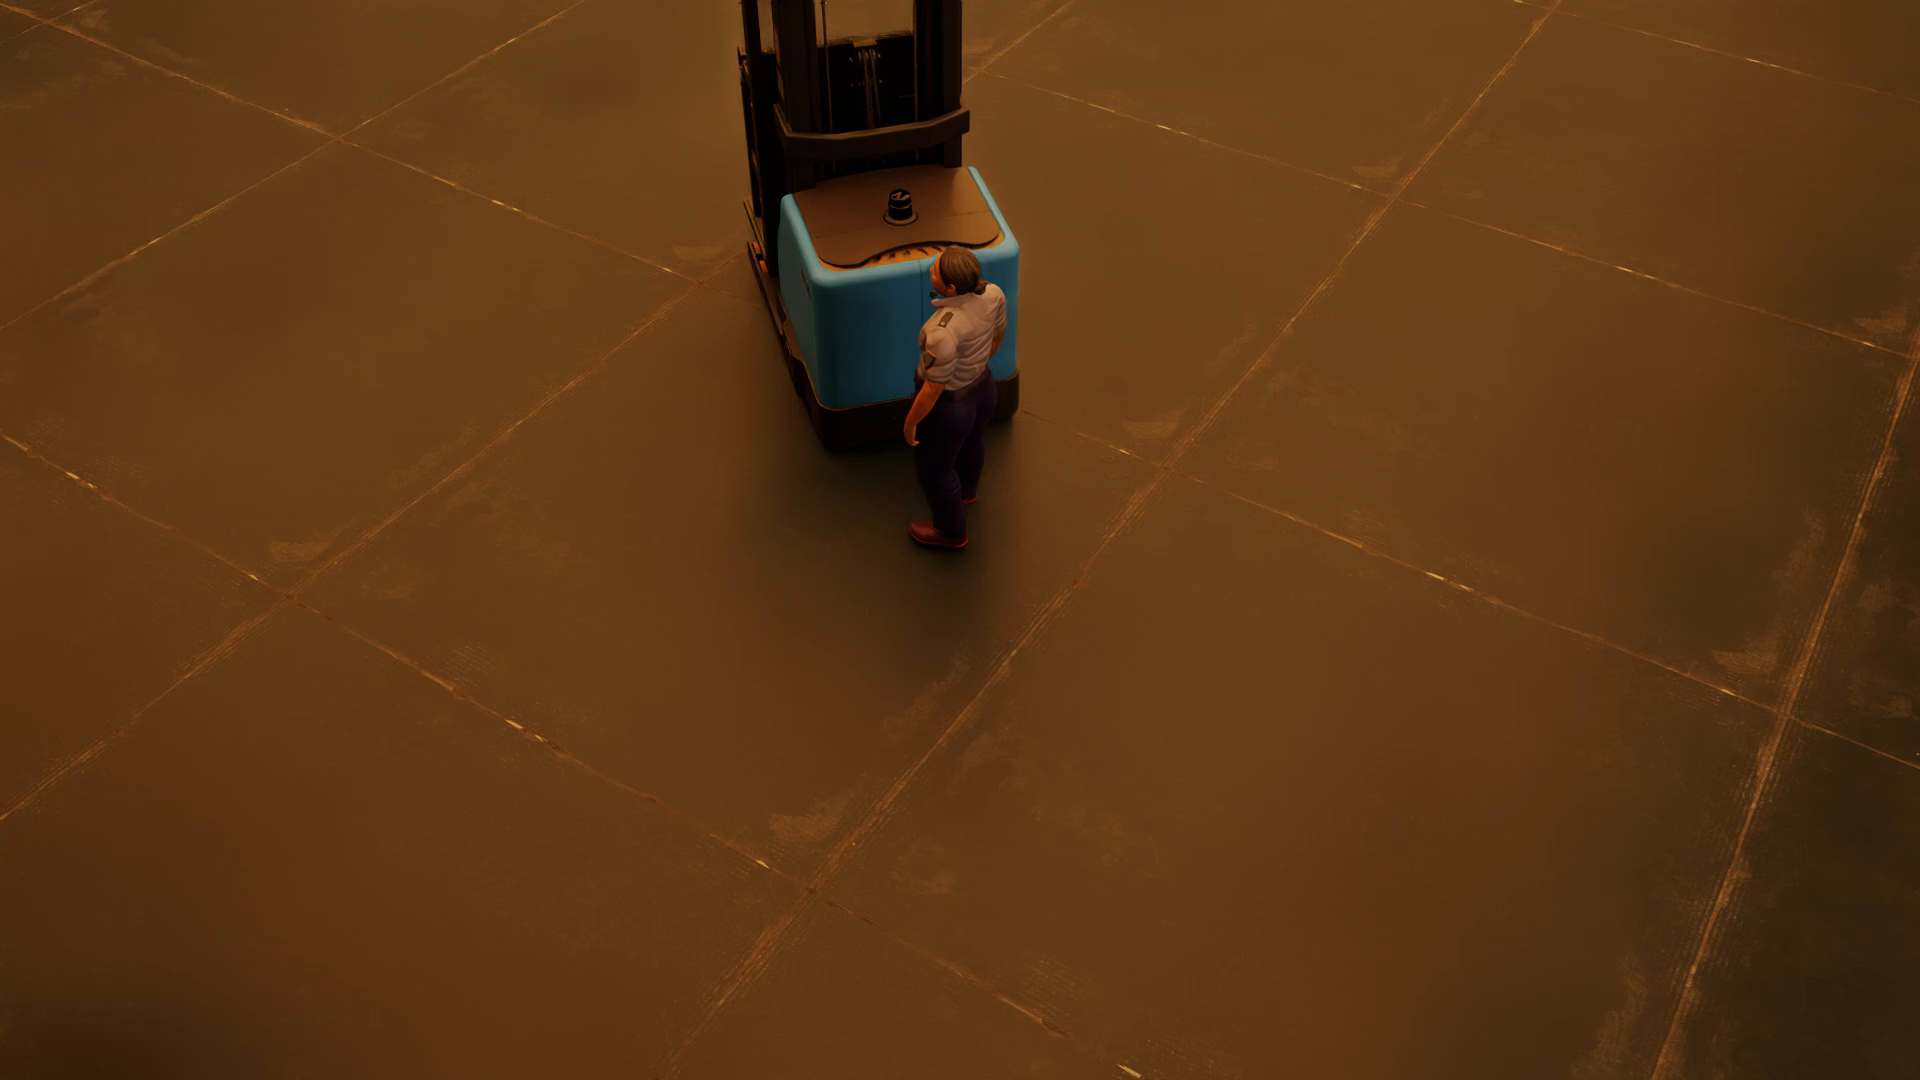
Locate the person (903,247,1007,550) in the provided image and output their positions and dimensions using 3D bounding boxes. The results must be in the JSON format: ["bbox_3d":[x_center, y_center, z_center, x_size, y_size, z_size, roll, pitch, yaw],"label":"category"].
[{"bbox_3d":[-0.087,-0.666,7.429,0.498,1.650,0.623,25,49,24],"label":"person"}]

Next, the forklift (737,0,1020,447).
[{"bbox_3d":[-0.595,-2.560,8.549,1.130,2.935,3.031,-11,45,-12],"label":"forklift"}]
